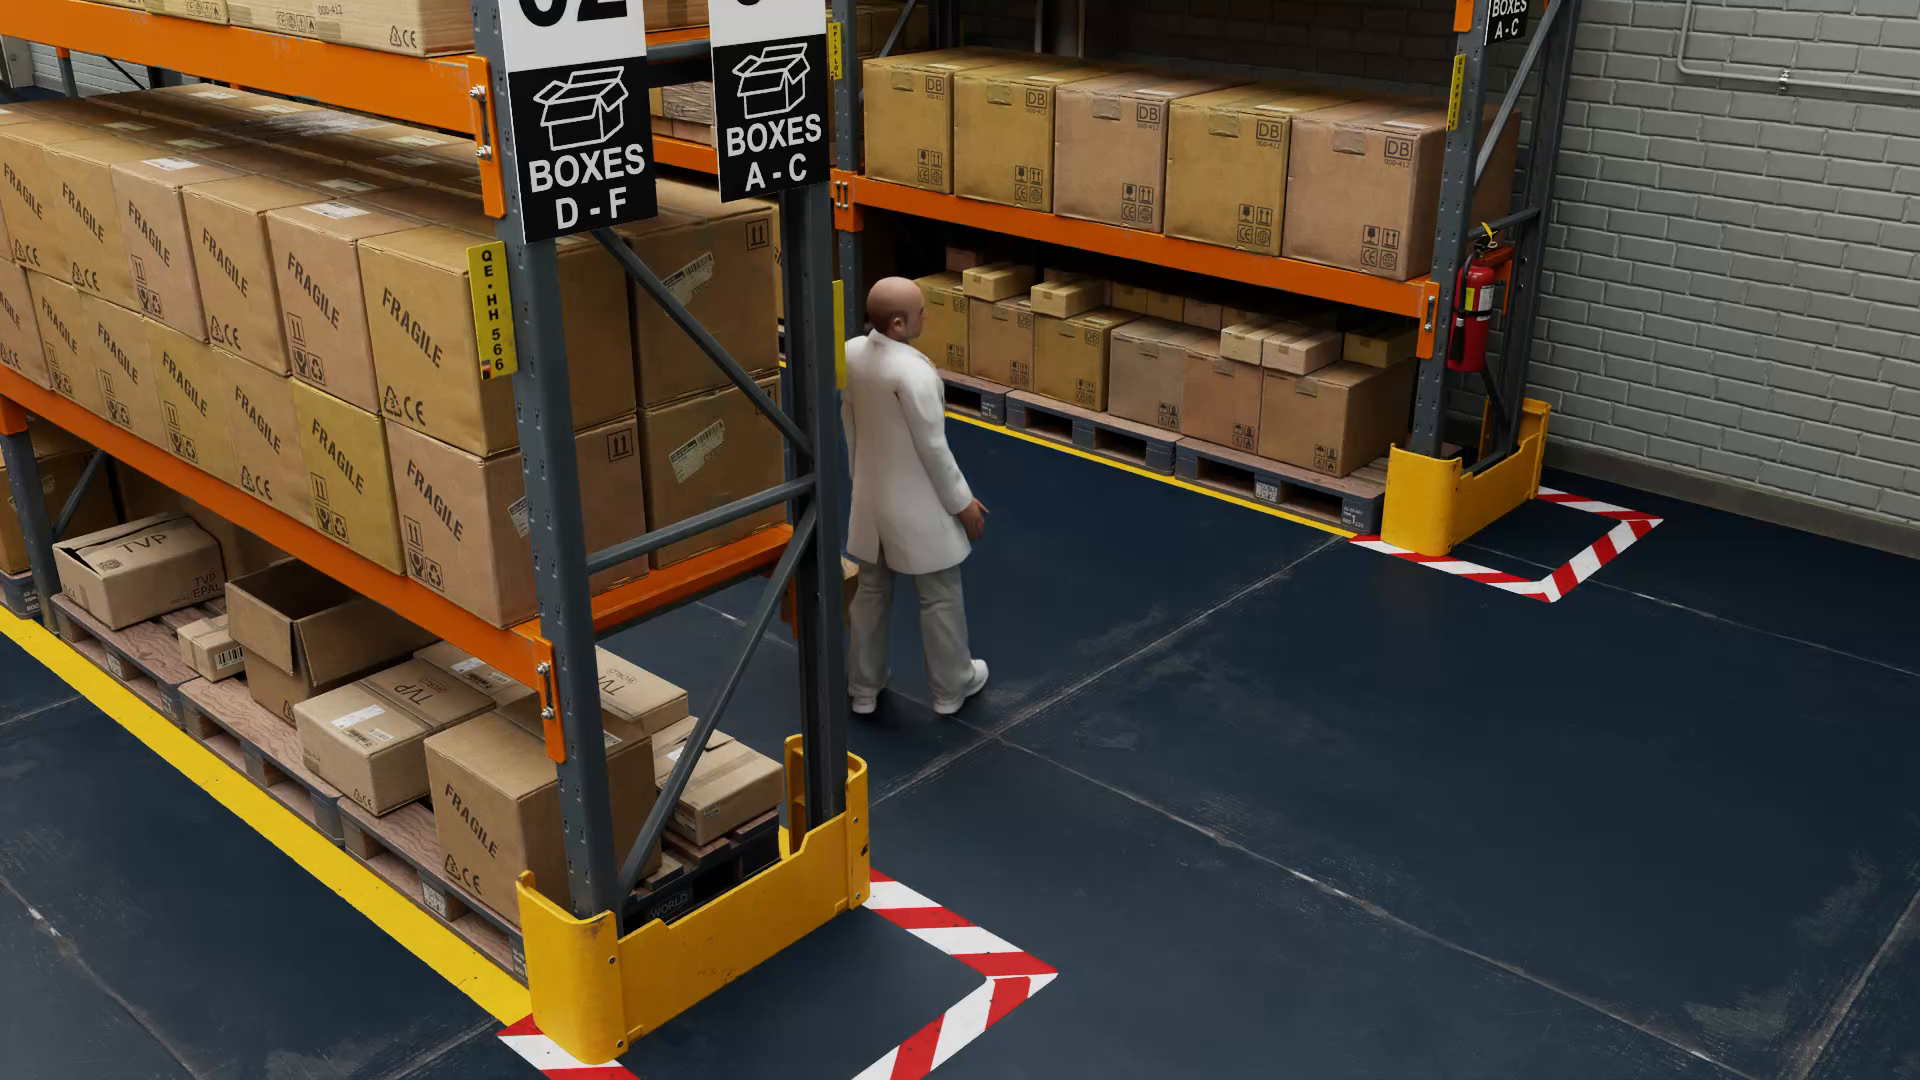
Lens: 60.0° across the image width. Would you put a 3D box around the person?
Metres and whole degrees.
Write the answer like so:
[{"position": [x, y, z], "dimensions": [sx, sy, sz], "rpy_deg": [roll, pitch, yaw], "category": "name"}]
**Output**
[{"position": [-0.161, -0.172, 6.451], "dimensions": [0.597, 1.783, 0.623], "rpy_deg": [-21, 31, -40], "category": "person"}]
